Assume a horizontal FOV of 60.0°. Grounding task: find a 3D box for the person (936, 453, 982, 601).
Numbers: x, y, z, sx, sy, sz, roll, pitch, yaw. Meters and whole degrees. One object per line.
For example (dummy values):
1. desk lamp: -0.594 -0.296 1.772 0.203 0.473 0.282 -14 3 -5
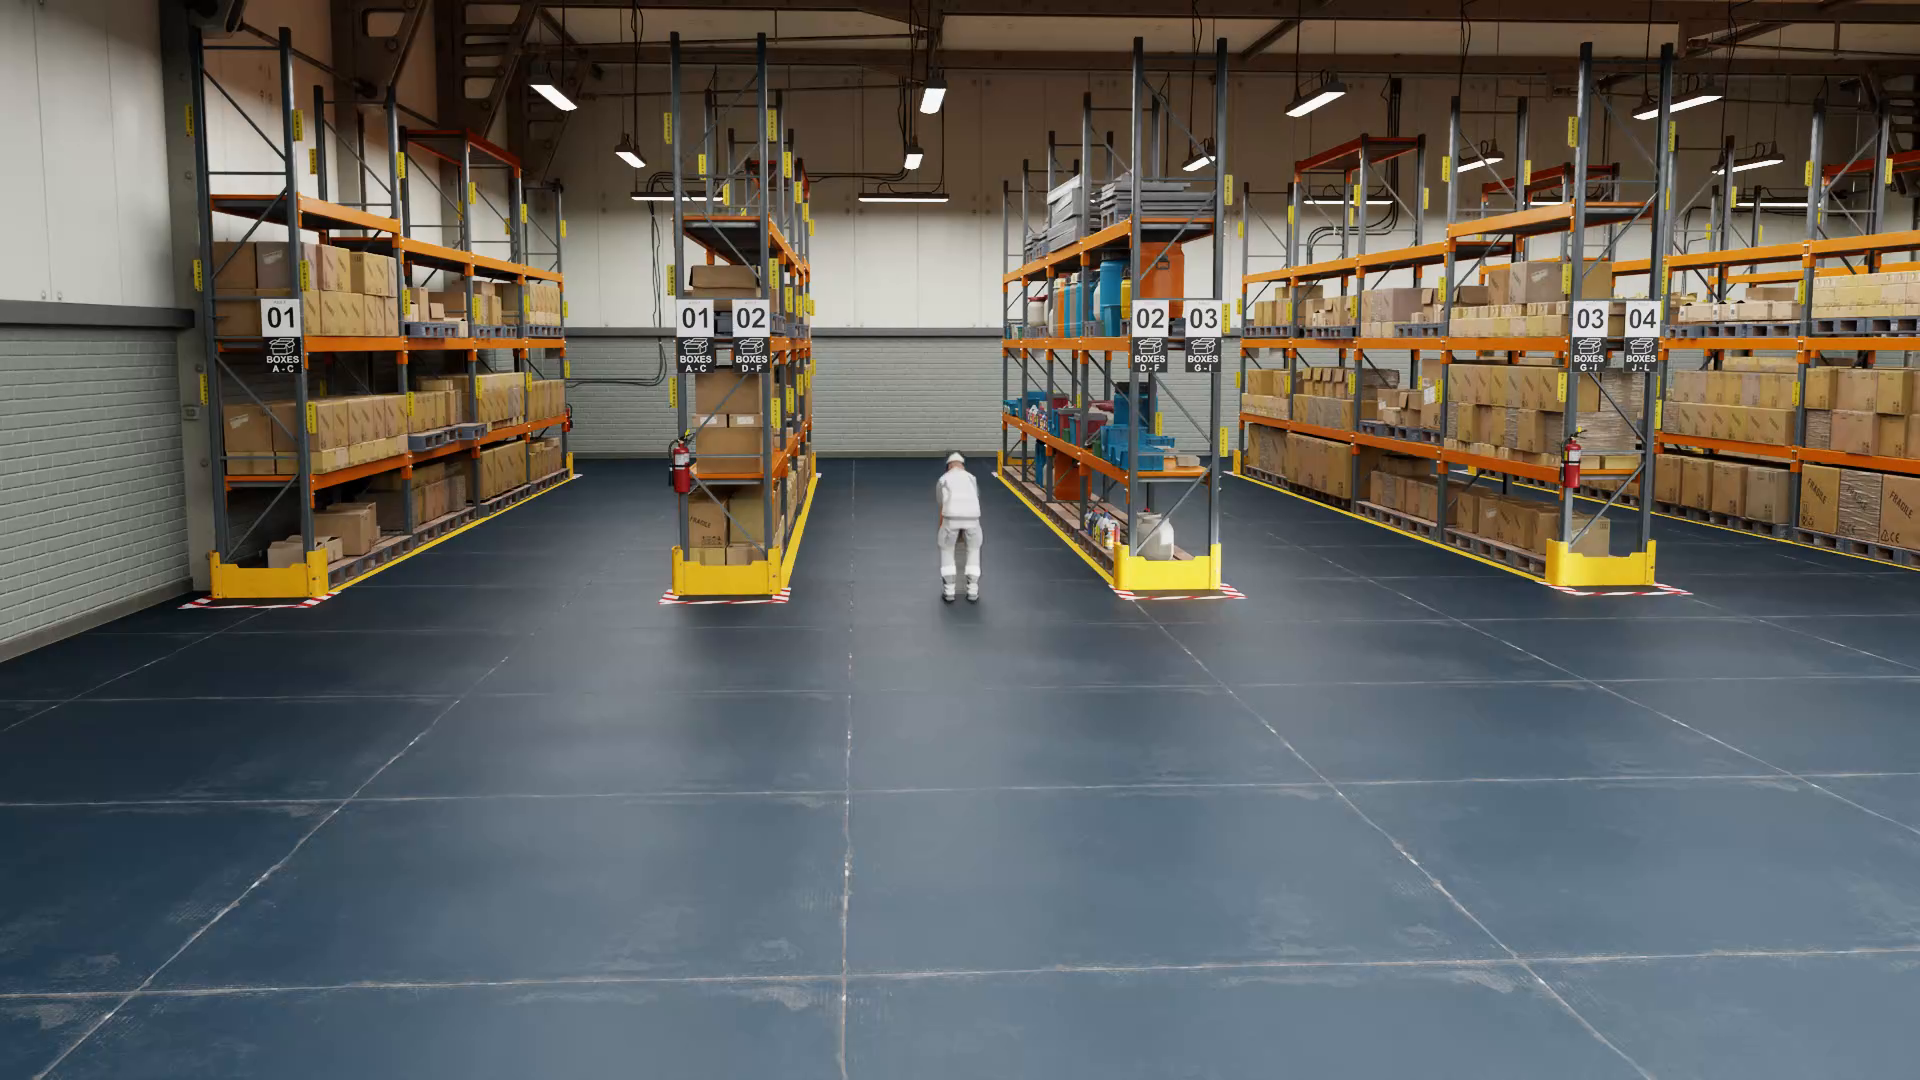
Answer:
1. person: -0.015 -0.153 17.969 0.483 1.540 0.819 -1 7 -5
